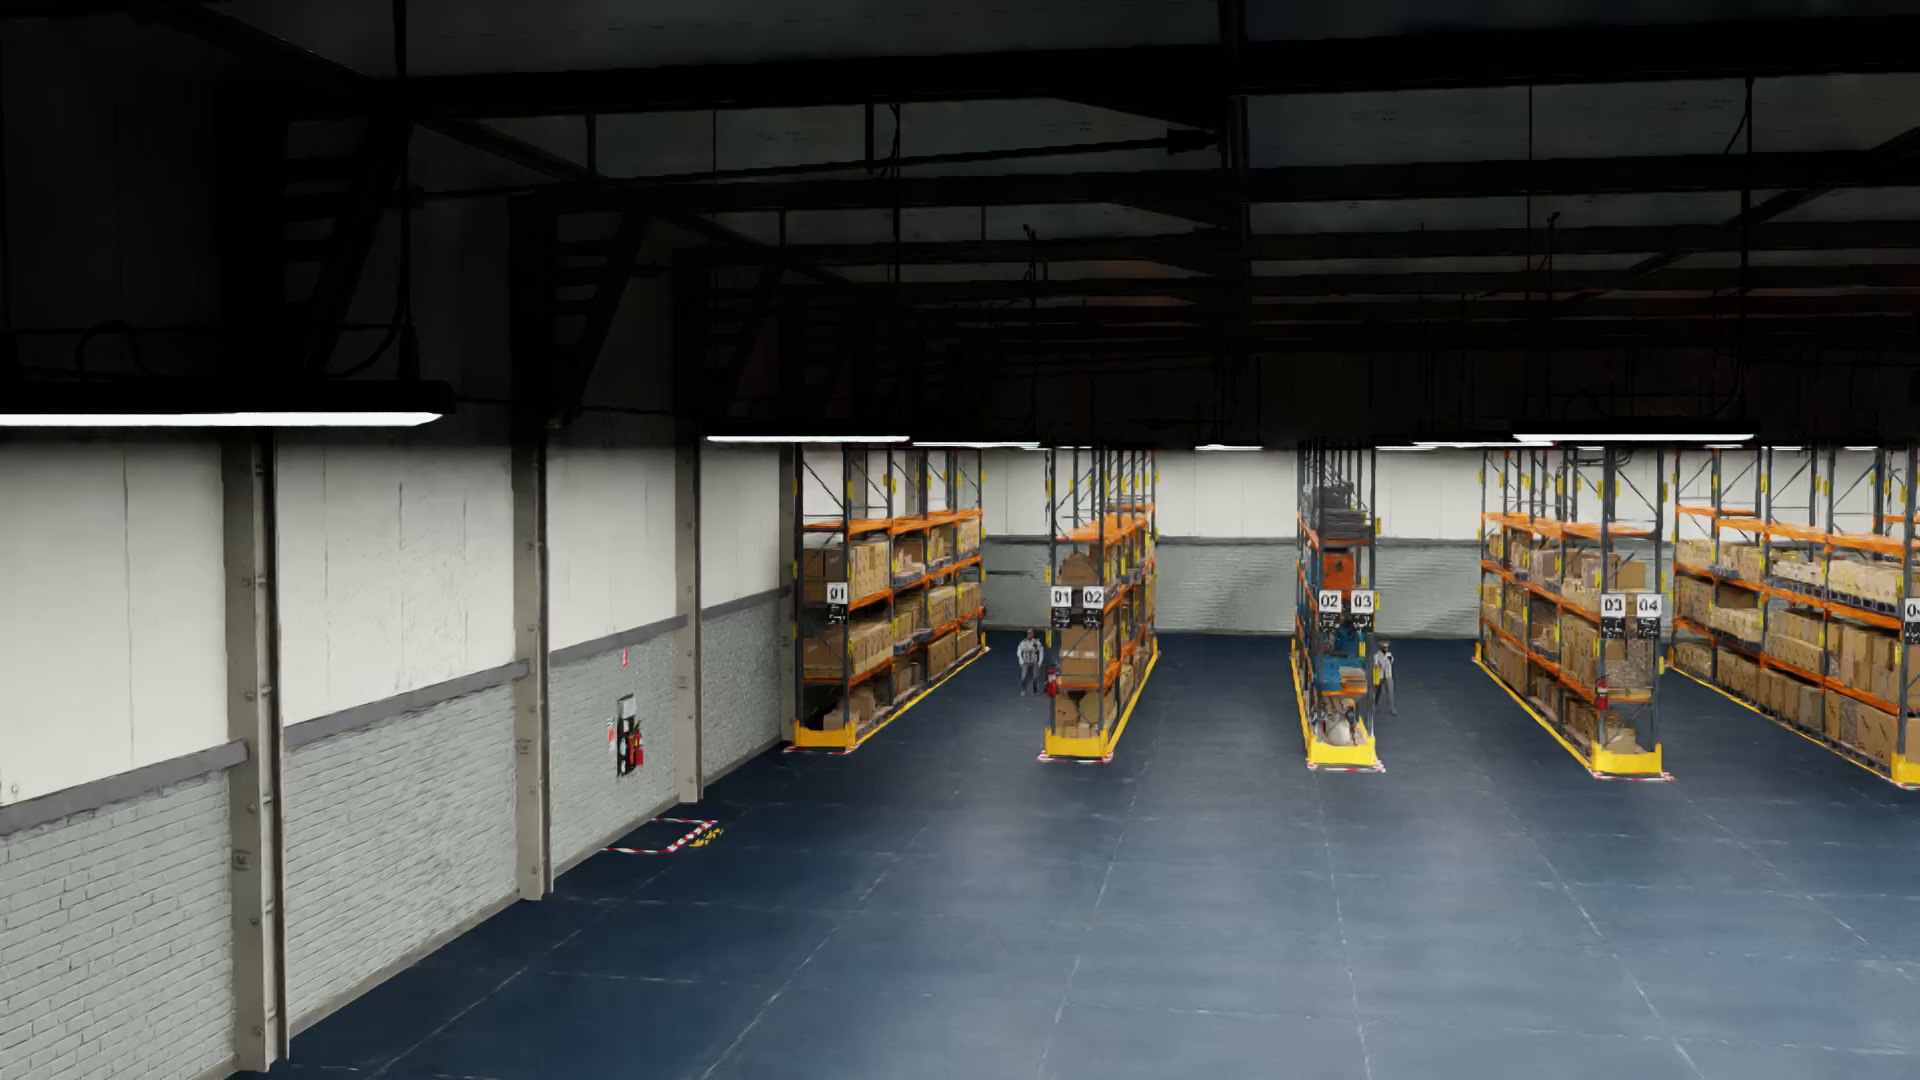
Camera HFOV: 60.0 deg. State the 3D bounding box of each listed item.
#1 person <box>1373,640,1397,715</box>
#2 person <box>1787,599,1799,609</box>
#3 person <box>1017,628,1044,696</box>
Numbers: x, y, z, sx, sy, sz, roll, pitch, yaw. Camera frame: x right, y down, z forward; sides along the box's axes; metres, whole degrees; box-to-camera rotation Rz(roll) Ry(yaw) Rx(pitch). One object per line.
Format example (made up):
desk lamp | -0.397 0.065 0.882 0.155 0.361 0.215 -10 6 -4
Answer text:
person | 9.237 2.975 36.288 0.448 1.613 0.997 0 3 1
person | 23.519 2.461 46.846 0.531 1.615 0.509 -1 3 -25
person | 1.656 2.851 38.998 0.639 1.632 0.512 0 3 8
